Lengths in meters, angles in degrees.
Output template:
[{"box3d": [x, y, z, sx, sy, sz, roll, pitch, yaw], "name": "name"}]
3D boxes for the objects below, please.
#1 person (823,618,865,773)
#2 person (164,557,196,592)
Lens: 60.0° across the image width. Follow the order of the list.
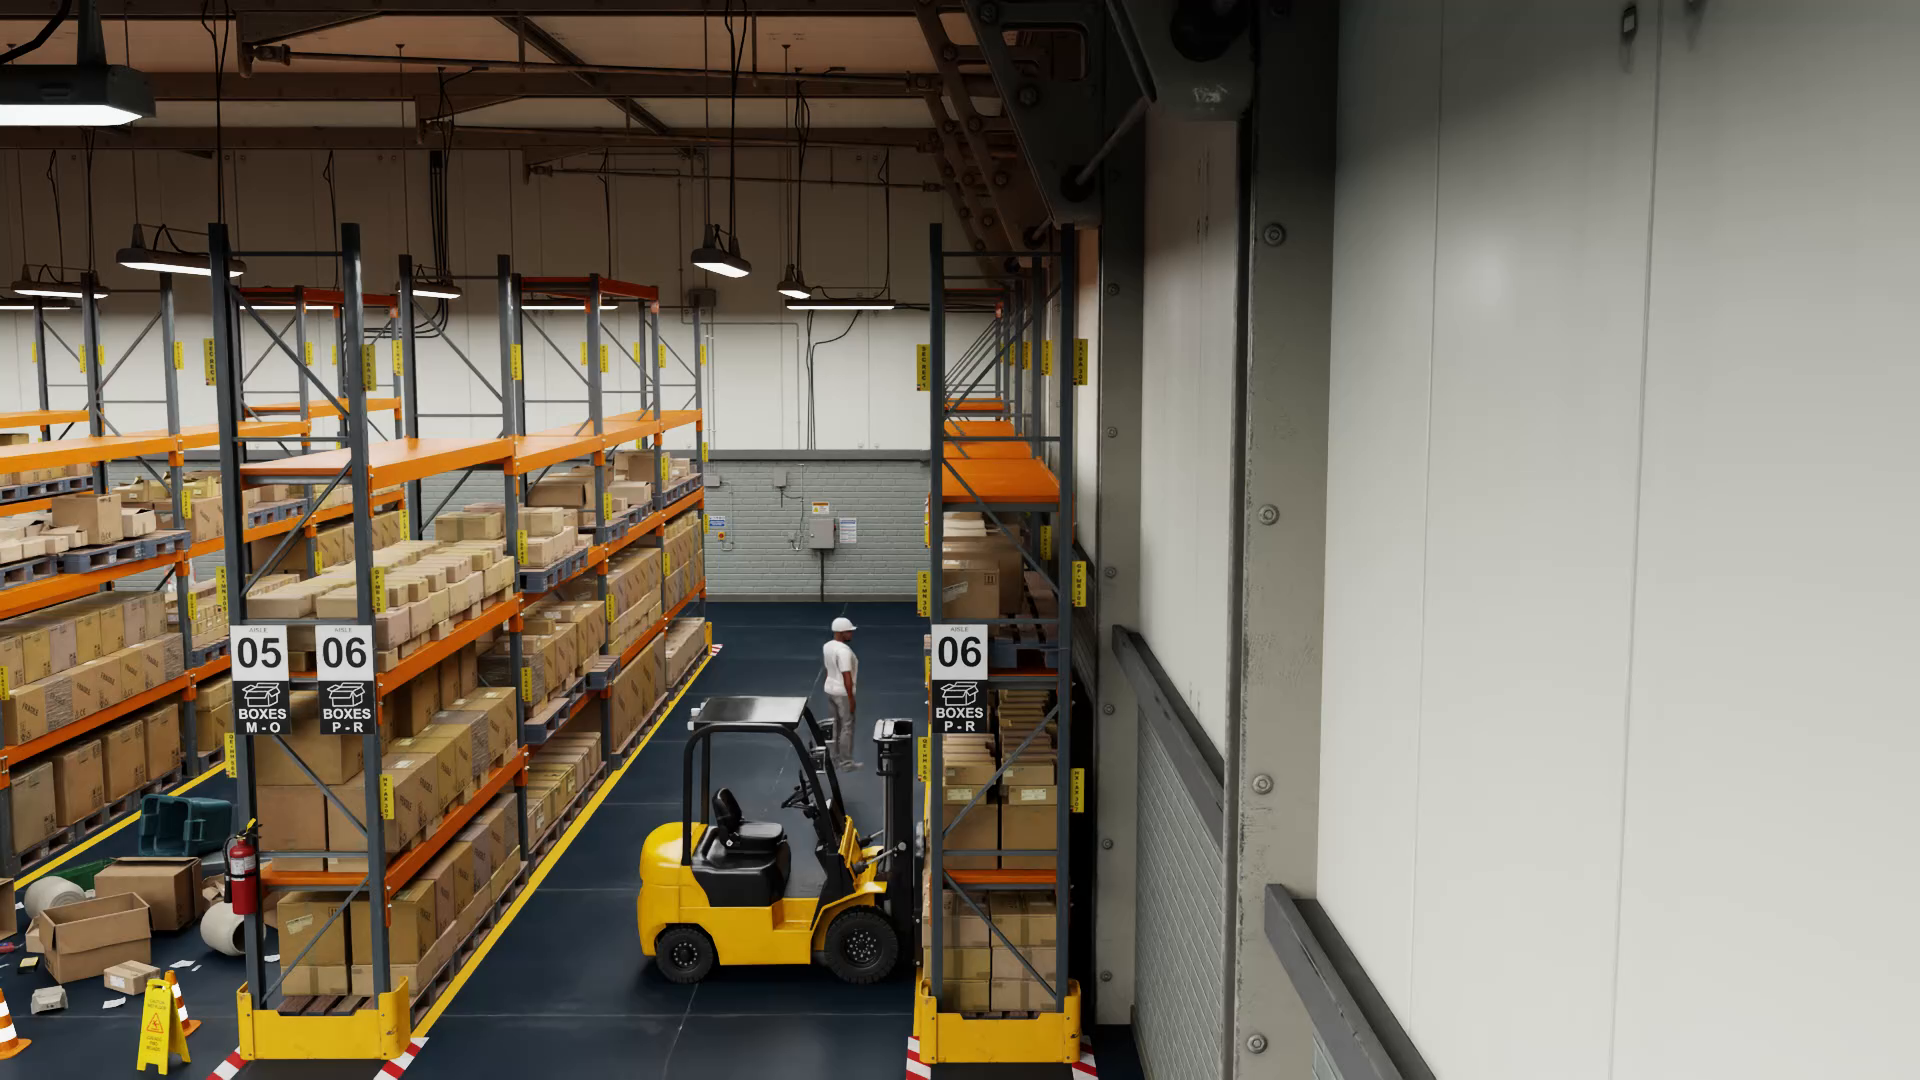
[{"box3d": [-1.330, 1.773, 19.121, 0.411, 1.769, 0.633, -4, 8, -29], "name": "person"}, {"box3d": [-13.800, 0.826, 29.466, 0.533, 1.737, 0.969, -3, 7, -26], "name": "person"}]
